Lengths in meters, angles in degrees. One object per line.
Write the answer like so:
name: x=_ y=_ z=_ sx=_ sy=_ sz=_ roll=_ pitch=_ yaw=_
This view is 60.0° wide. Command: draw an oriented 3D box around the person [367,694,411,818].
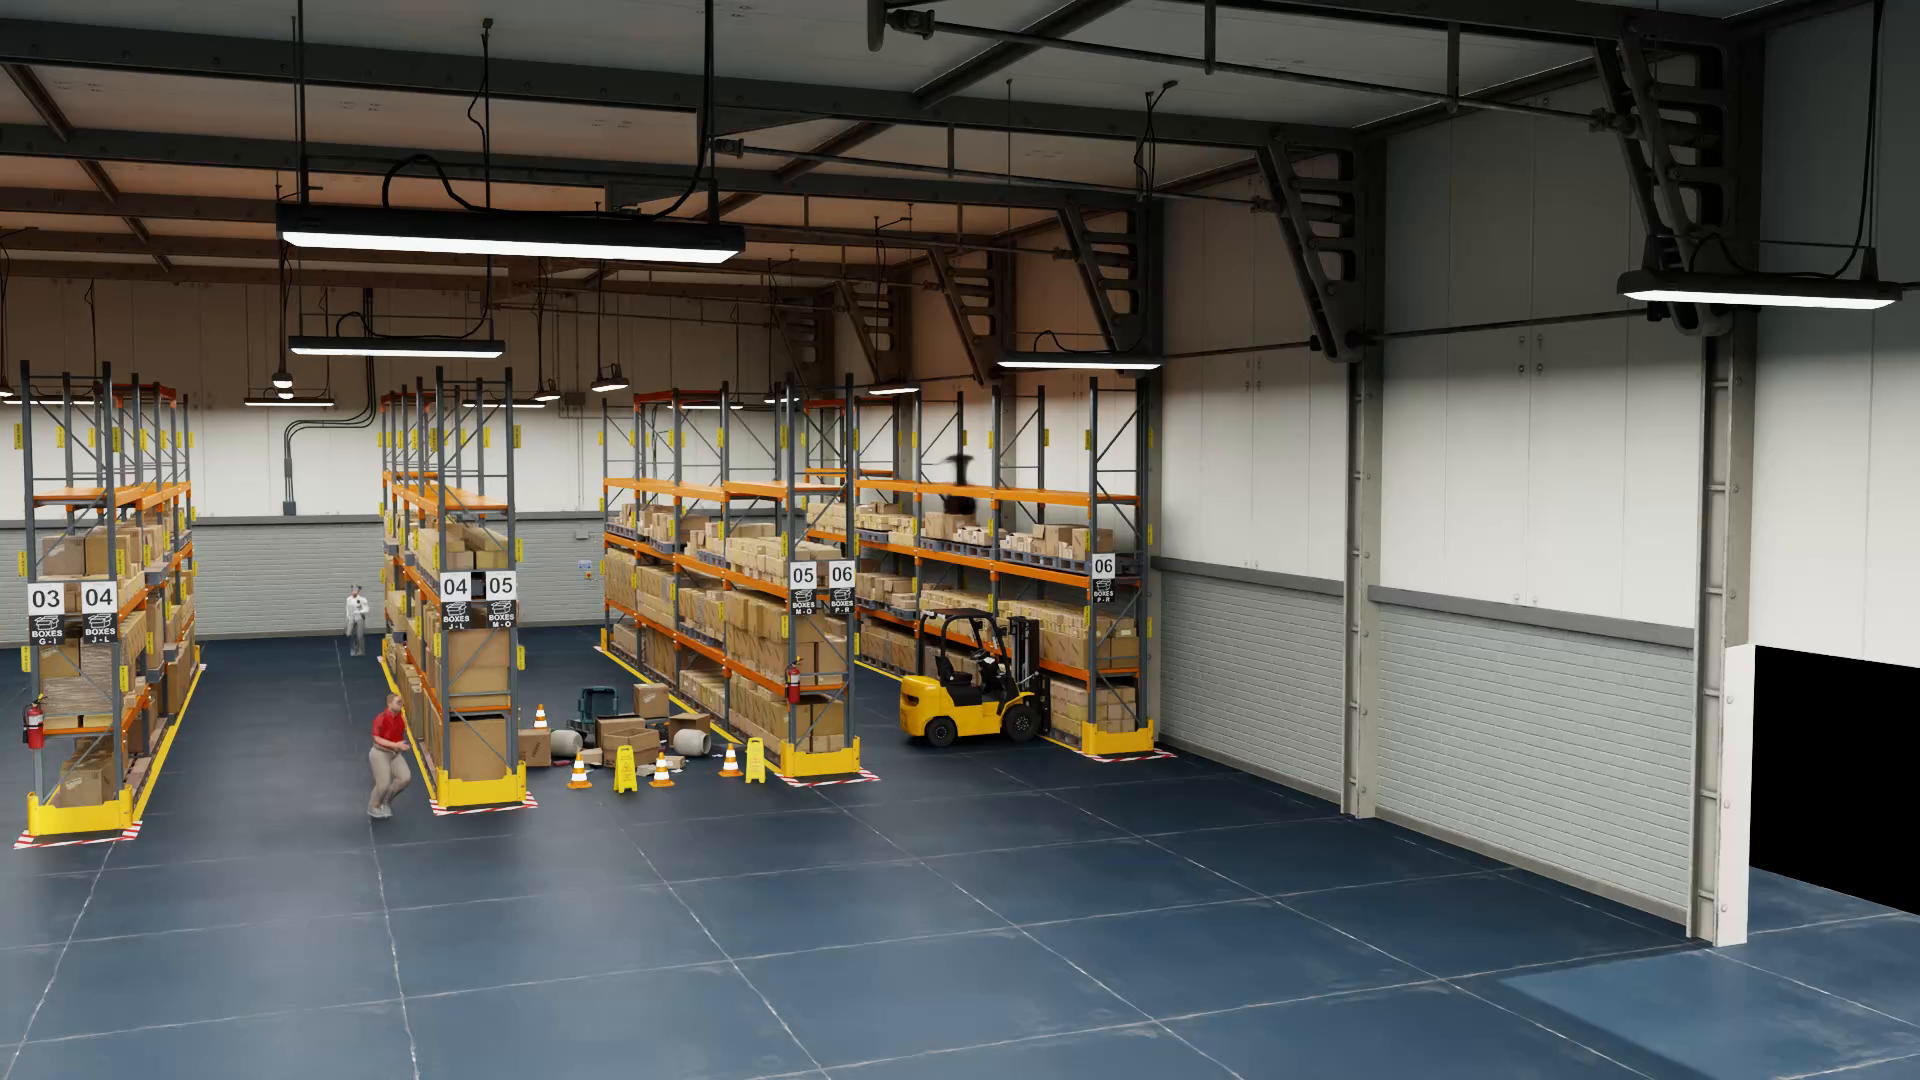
person: x=-7.503 y=2.865 z=21.963 sx=0.765 sy=1.699 sz=0.664 roll=1 pitch=4 yaw=22

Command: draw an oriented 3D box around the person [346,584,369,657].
person: x=-13.906 y=1.853 z=38.283 sx=0.602 sy=1.678 sz=0.642 roll=0 pitch=3 yaw=4

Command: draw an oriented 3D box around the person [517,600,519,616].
person: x=-10.400 y=1.830 z=38.216 sx=0.804 sy=1.716 sz=0.770 roll=-3 pitch=4 yaw=-39
